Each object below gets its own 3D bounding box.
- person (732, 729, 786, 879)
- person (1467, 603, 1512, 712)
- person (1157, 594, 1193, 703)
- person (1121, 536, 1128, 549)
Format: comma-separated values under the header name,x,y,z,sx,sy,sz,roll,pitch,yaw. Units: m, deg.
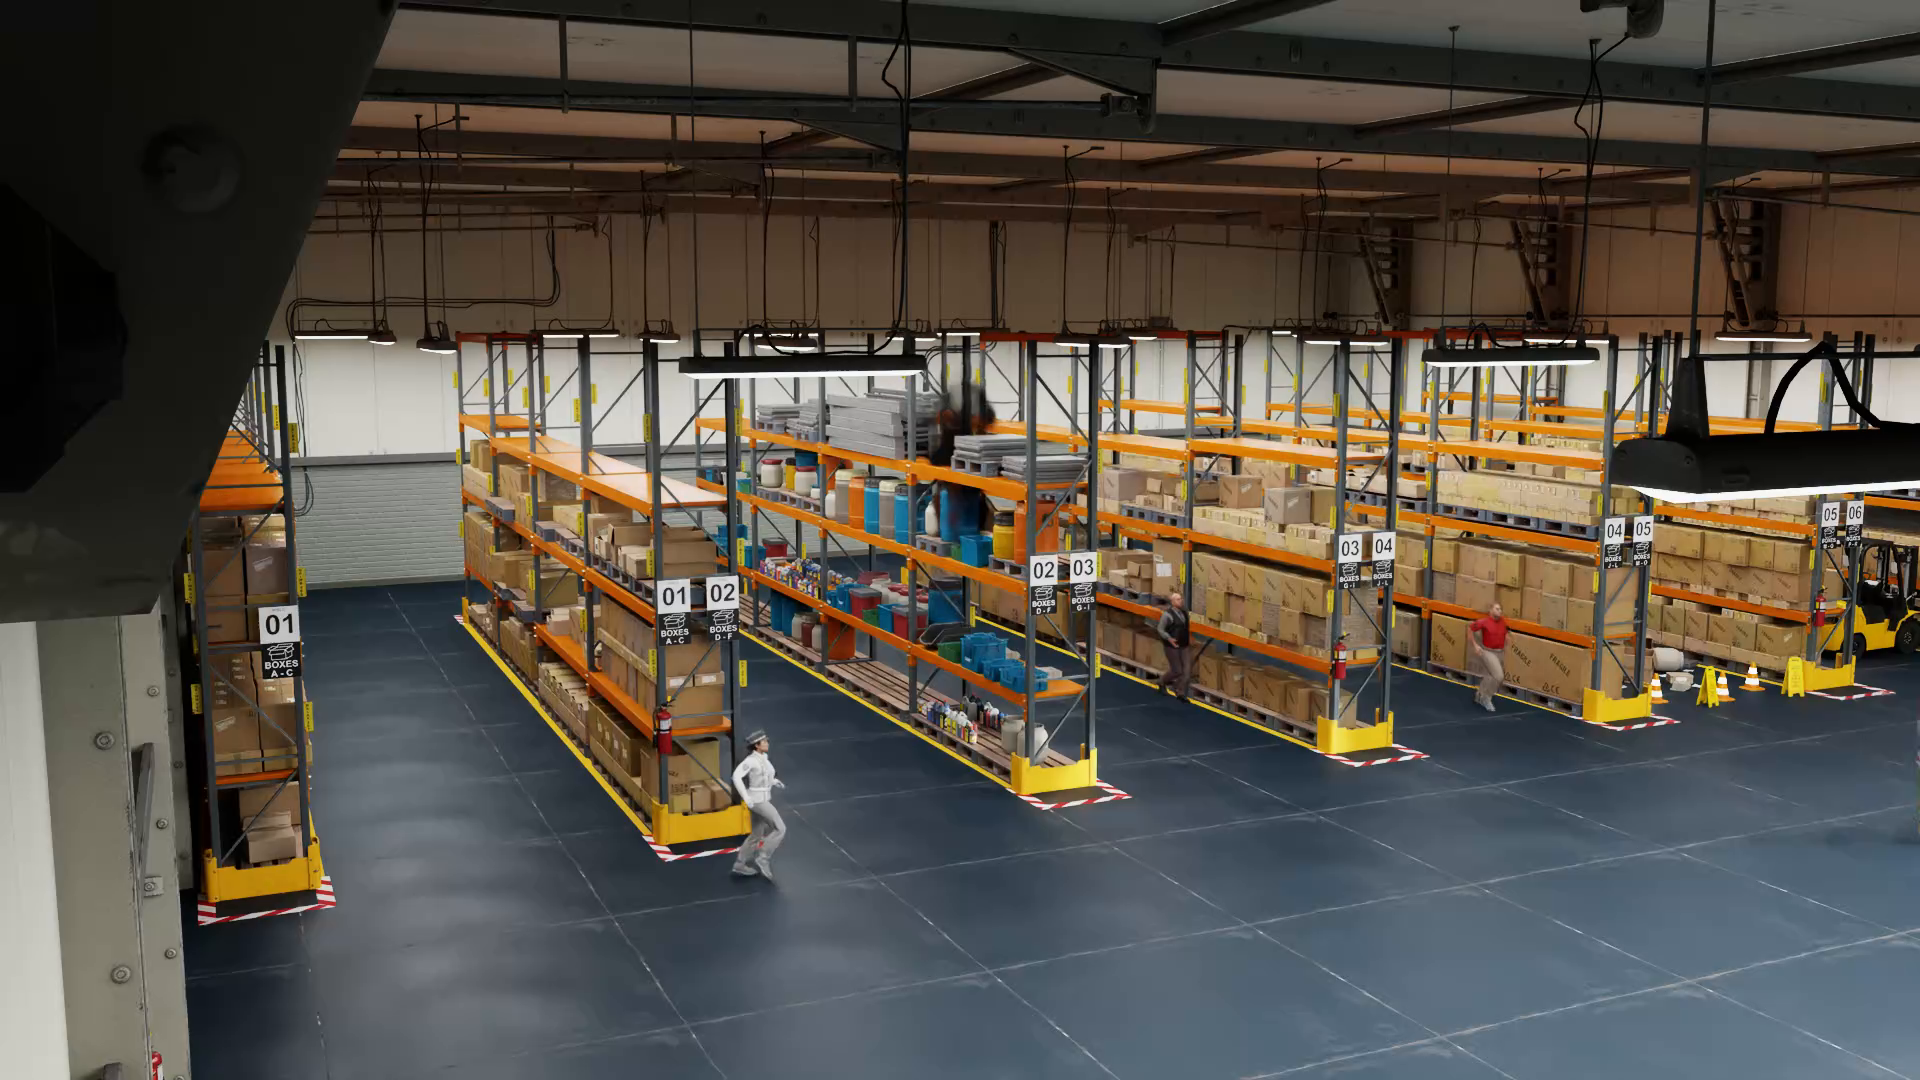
name,x,y,z,sx,sy,sz,roll,pitch,yaw
person,-2.278,2.976,18.864,0.628,1.677,0.604,0,8,-2
person,8.592,1.886,26.781,0.646,1.757,0.677,-5,9,-34
person,3.402,1.689,26.192,0.663,1.709,0.679,-5,9,-34
person,4.254,-0.239,42.345,0.519,1.742,0.669,-3,8,-19
